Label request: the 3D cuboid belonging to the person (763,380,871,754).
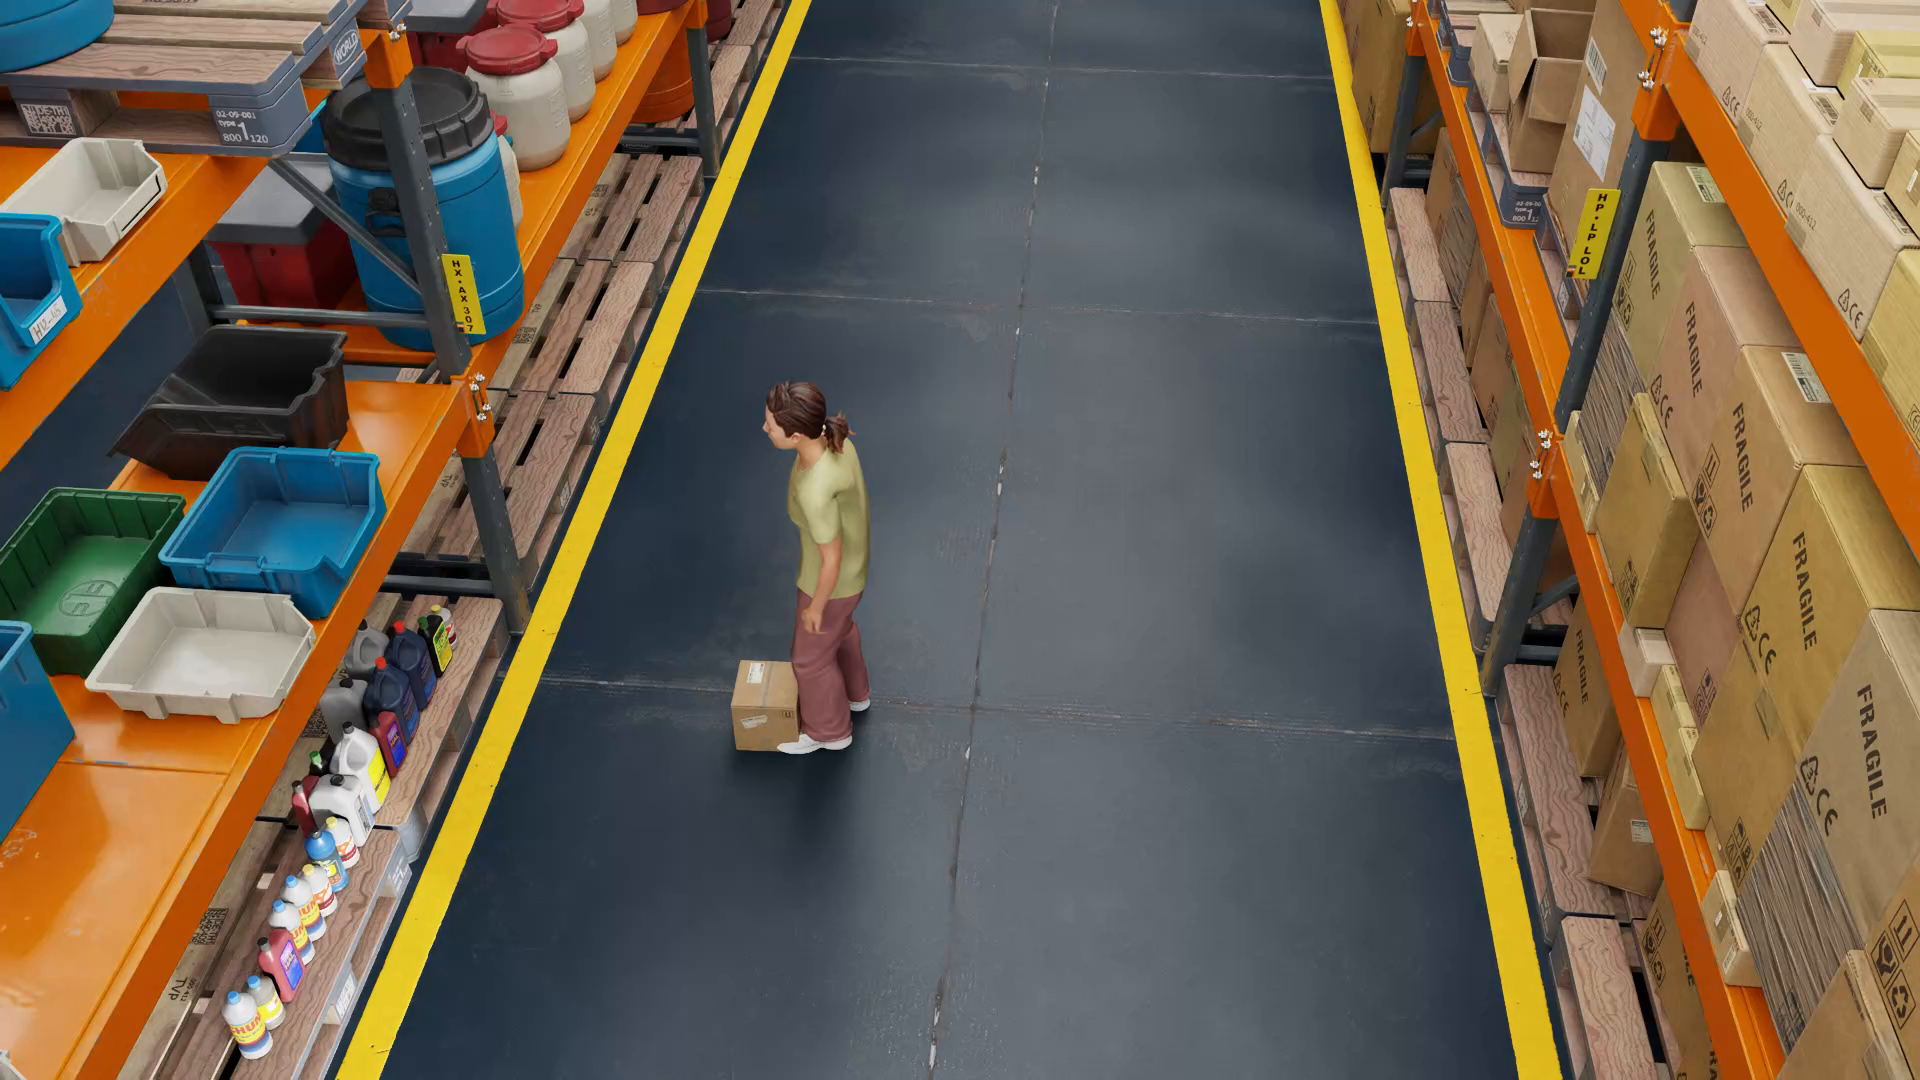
[{"bbox_3d":[-0.523,0.115,6.021,0.408,1.673,0.519,2,40,2],"label":"person"}]
